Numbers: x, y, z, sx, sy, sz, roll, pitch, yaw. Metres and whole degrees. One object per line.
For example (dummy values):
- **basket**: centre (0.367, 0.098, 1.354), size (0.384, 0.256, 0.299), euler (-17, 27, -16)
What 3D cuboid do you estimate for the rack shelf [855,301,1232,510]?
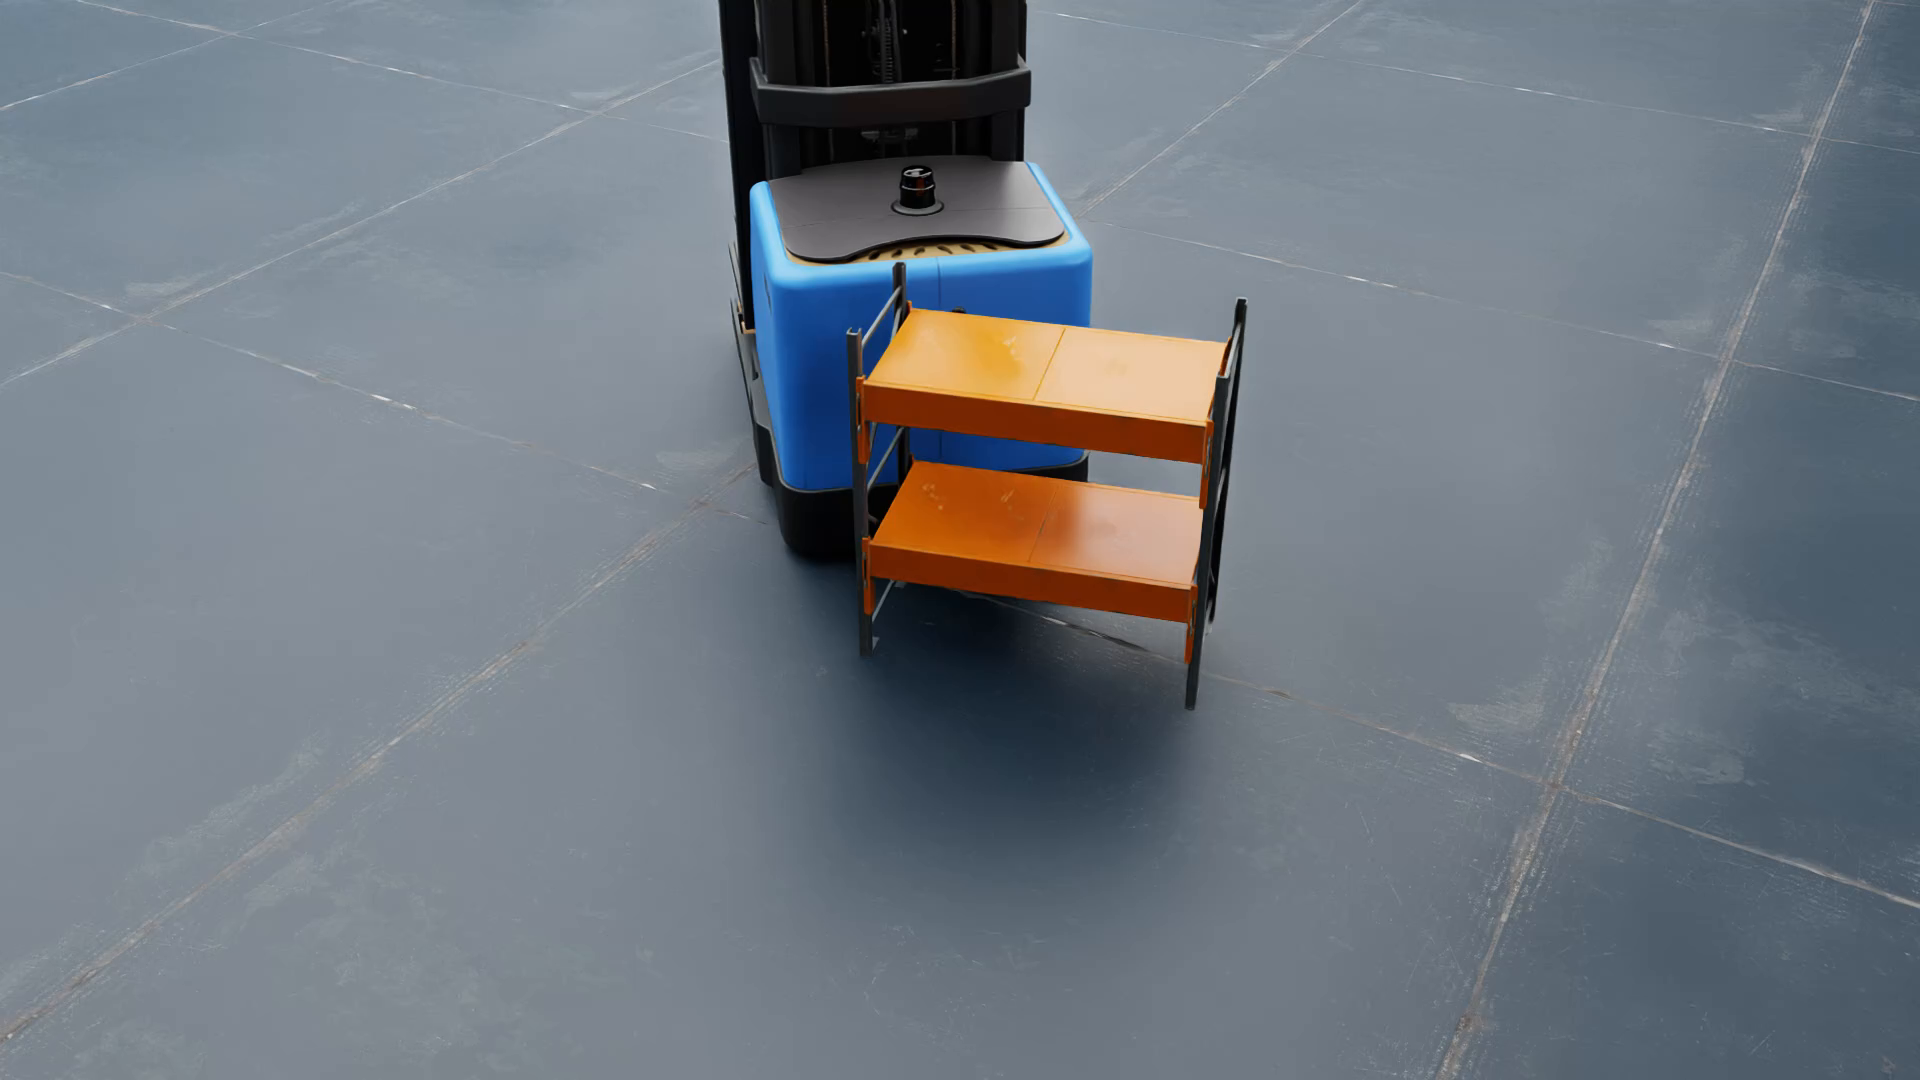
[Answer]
- **rack shelf**: centre (0.256, -0.405, 4.815), size (1.000, 0.278, 0.538), euler (8, 34, 12)

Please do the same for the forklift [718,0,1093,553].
- **forklift**: centre (-0.352, -1.984, 6.086), size (1.130, 2.935, 3.031), euler (-6, 34, -9)

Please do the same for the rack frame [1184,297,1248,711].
- **rack frame**: centre (0.749, -0.092, 4.873), size (0.032, 1.125, 0.500), euler (8, 34, 12)

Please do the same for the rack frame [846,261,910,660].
- **rack frame**: centre (-0.237, -0.231, 5.082), size (0.032, 1.125, 0.500), euler (8, 34, 12)

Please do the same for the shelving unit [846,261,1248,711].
- **shelving unit**: centre (0.256, -0.162, 4.978), size (1.048, 1.125, 0.538), euler (8, 34, 12)

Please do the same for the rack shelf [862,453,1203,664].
- **rack shelf**: centre (0.256, 0.042, 5.113), size (1.000, 0.278, 0.538), euler (8, 34, 12)
